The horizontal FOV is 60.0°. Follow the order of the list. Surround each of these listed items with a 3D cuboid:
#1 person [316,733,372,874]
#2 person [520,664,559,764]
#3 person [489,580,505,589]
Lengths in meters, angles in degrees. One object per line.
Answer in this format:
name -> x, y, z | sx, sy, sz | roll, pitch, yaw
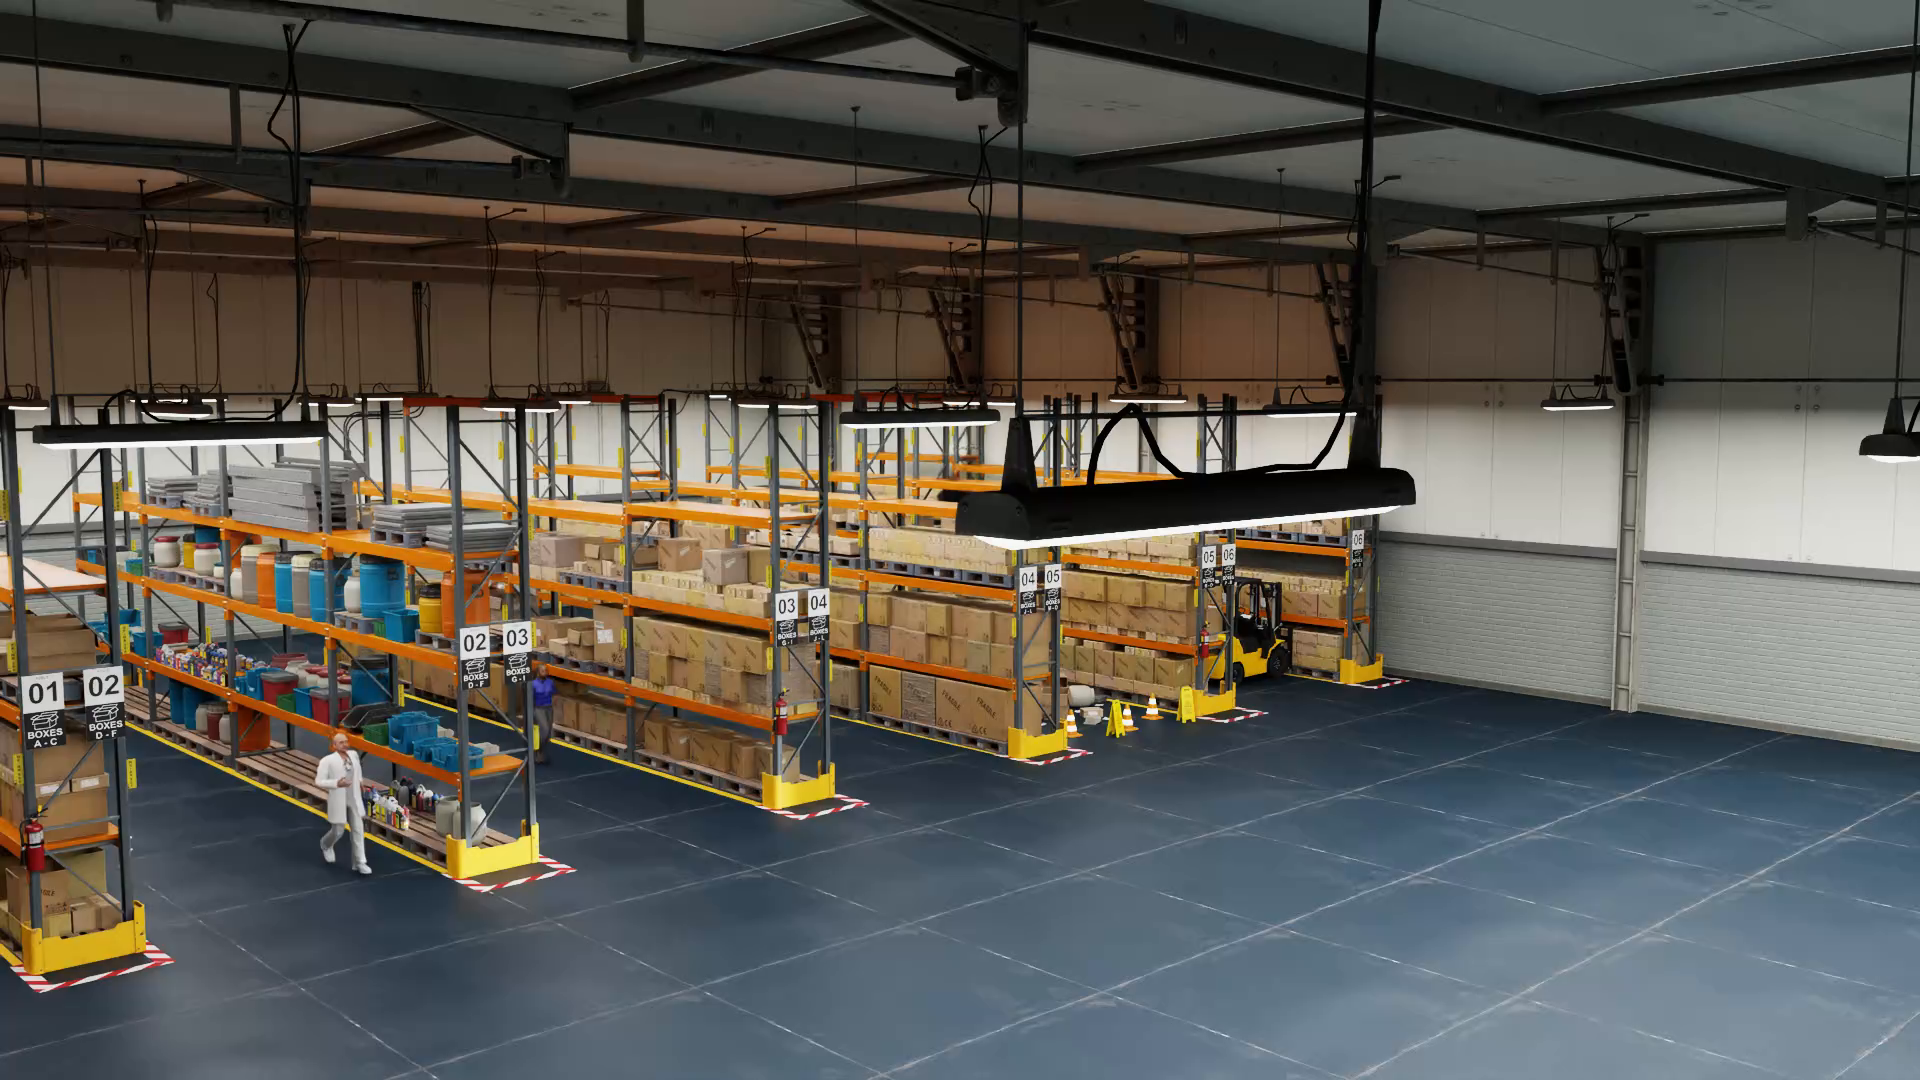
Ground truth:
person -> -7.899, 3.354, 21.333 | 1.043, 1.753, 0.712 | 5, 7, 42
person -> -6.857, 2.866, 27.387 | 0.660, 1.642, 0.555 | 5, 8, 43
person -> -11.030, 1.649, 39.200 | 0.716, 1.752, 0.987 | 1, 6, 10
